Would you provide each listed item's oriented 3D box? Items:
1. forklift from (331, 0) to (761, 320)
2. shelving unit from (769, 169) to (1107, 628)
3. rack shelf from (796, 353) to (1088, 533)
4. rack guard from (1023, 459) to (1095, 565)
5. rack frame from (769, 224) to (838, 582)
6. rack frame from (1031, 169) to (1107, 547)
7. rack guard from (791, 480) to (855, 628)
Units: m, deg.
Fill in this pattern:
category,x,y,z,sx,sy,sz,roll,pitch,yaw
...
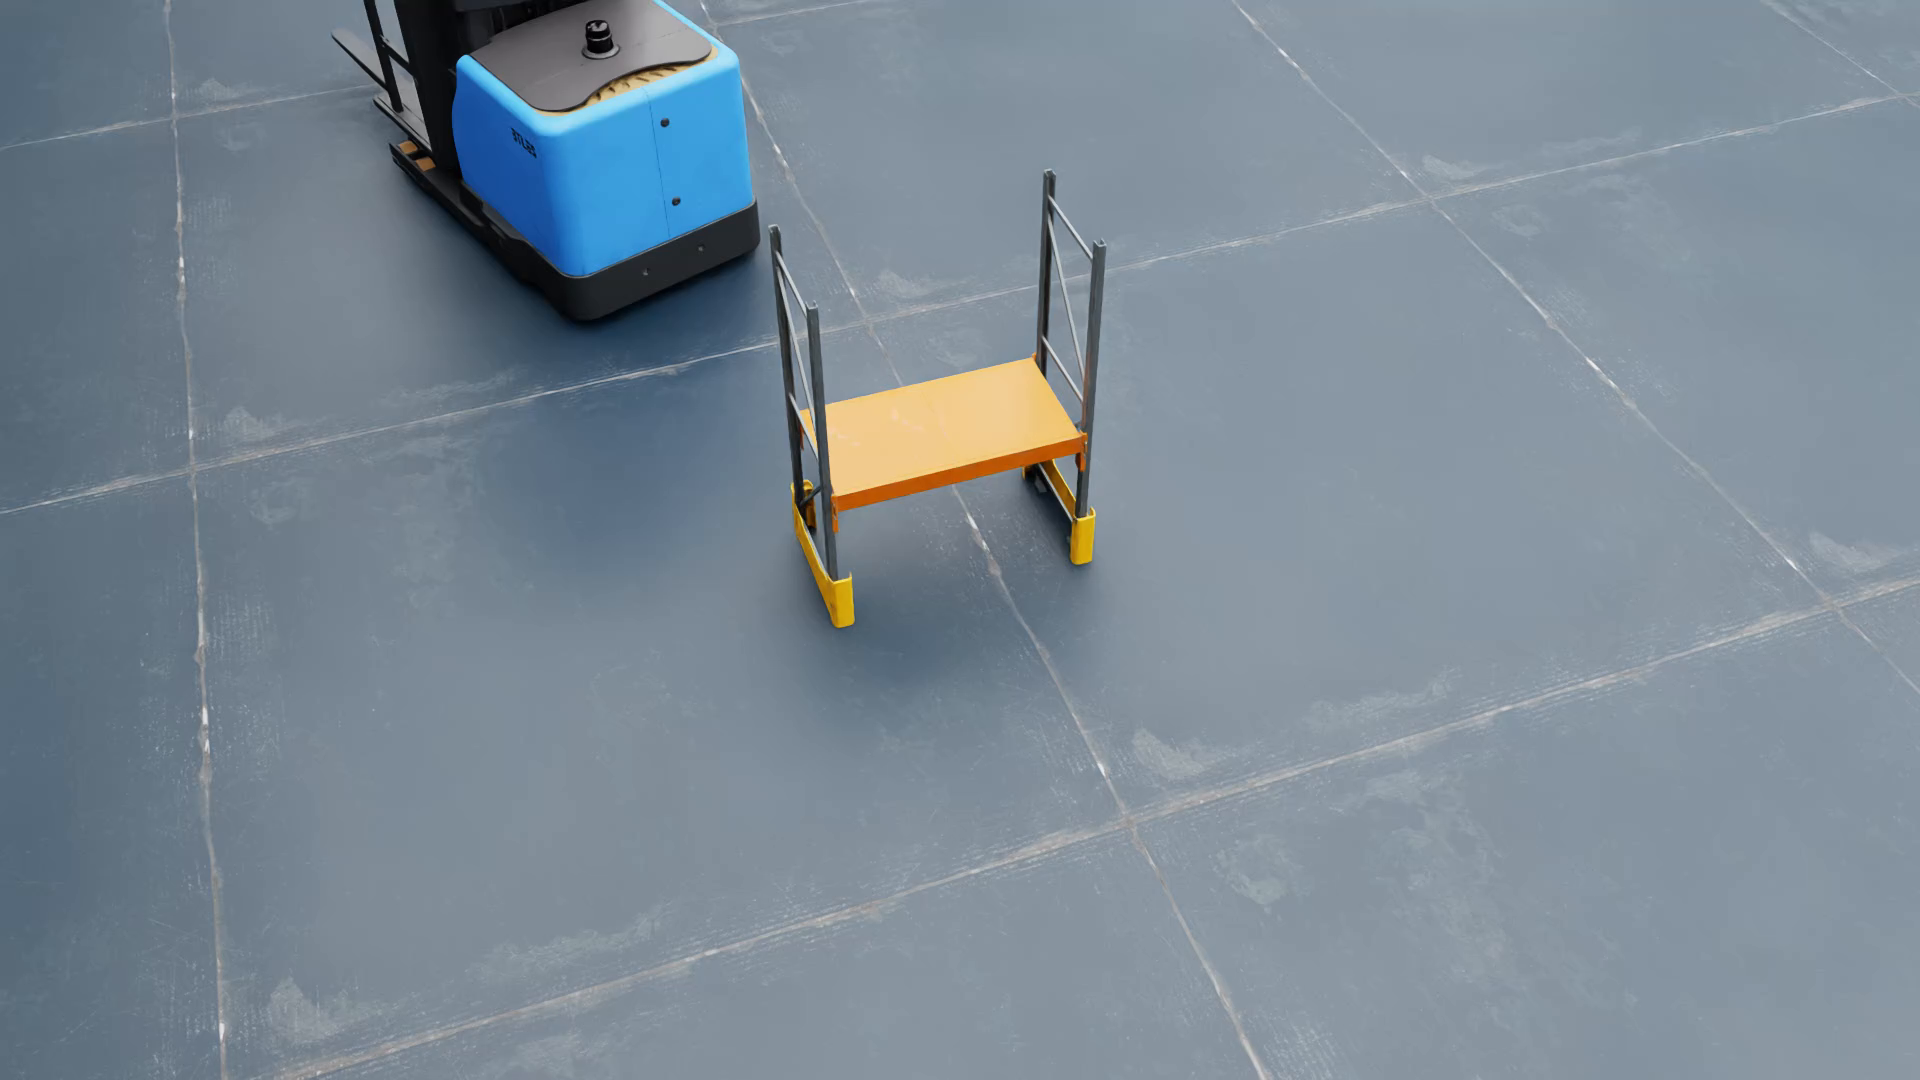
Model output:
category,x,y,z,sx,sy,sz,roll,pitch,yaw
forklift,-2.290,-3.030,7.701,1.130,2.935,3.031,-30,52,-26
shelving unit,-0.072,-0.511,6.201,1.083,1.500,0.587,-14,47,-14
rack shelf,-0.080,-0.382,6.326,1.000,0.185,0.538,-14,47,-14
rack guard,0.397,-0.190,6.763,0.087,0.250,0.587,-14,47,-14
rack frame,-0.558,-0.387,6.076,0.032,1.500,0.500,-14,47,-14
rack frame,0.398,-0.631,6.320,0.032,1.500,0.500,-14,47,-14
rack guard,-0.540,0.050,6.524,0.087,0.250,0.587,-14,47,-14
